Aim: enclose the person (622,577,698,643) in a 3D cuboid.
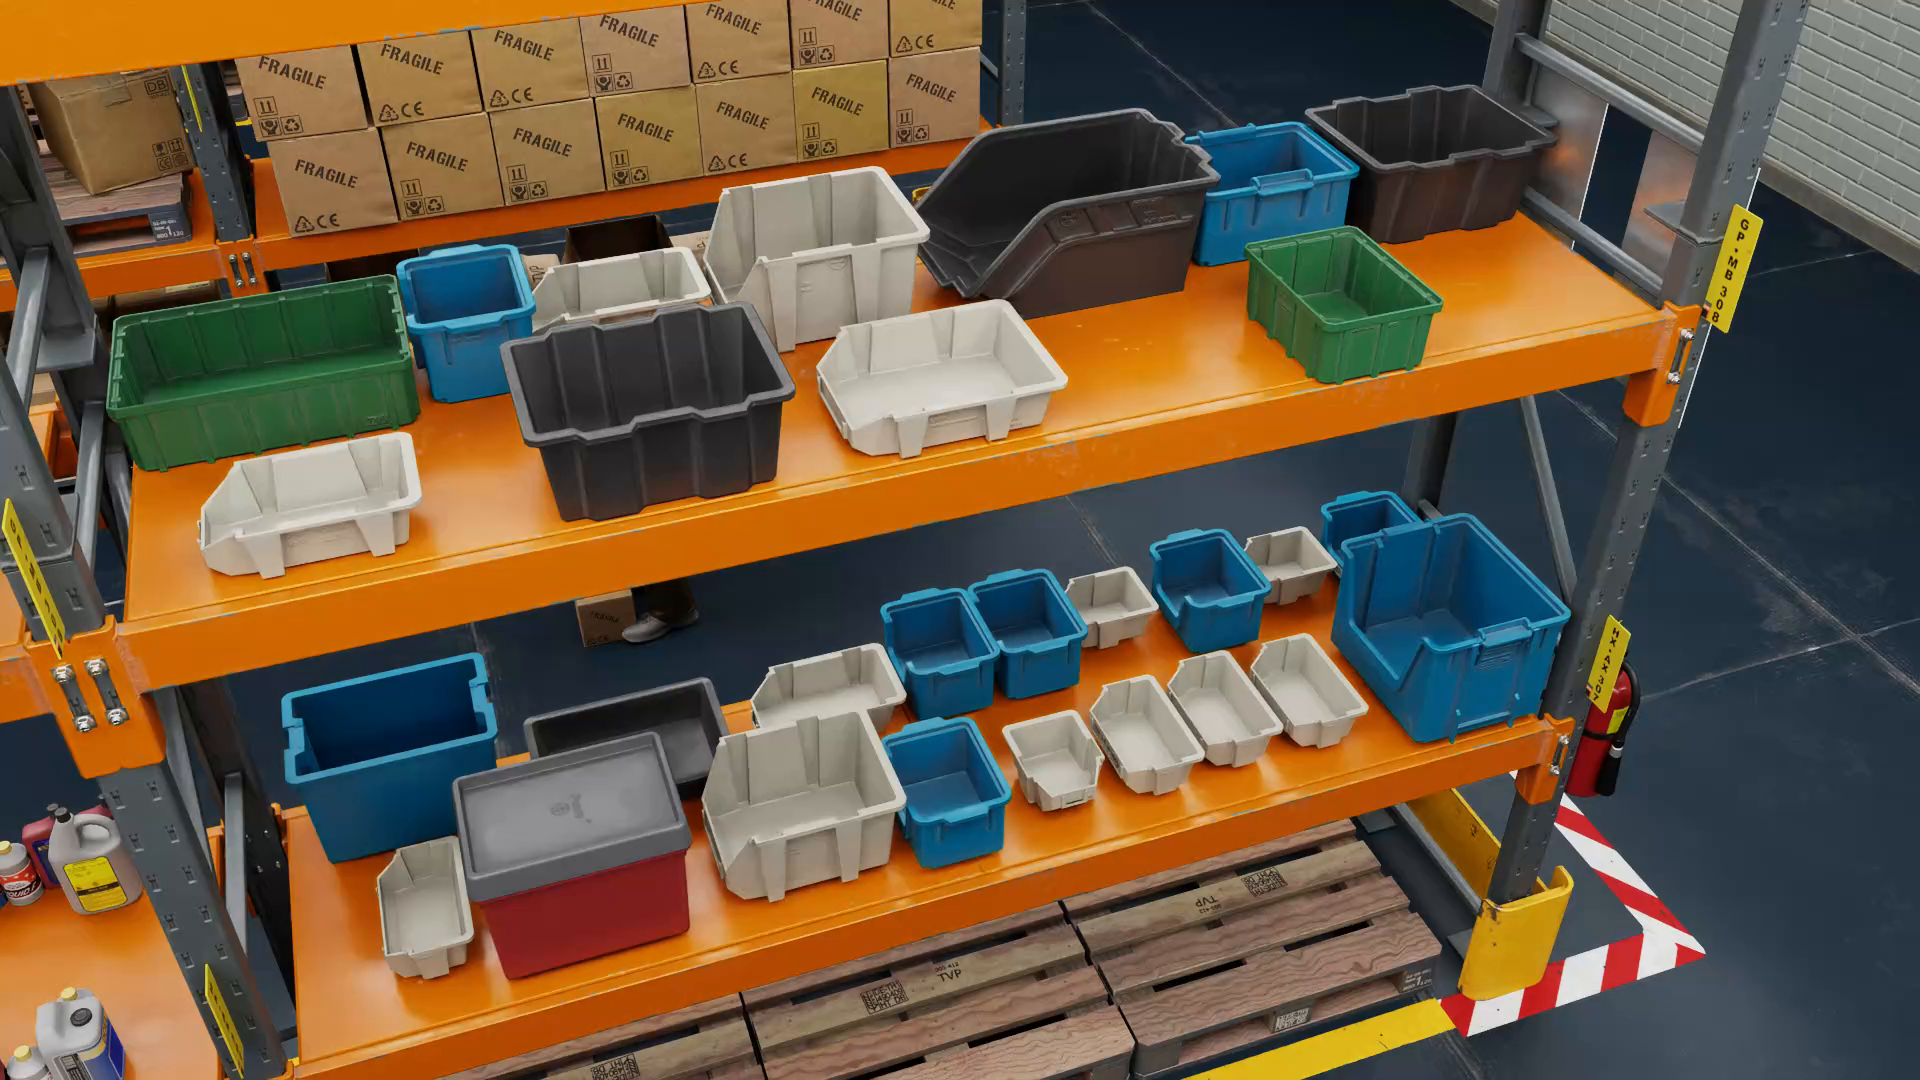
[{"bbox_3d":[-1.415,-0.365,7.278,0.424,1.774,0.644,-12,39,-16],"label":"person"}]
